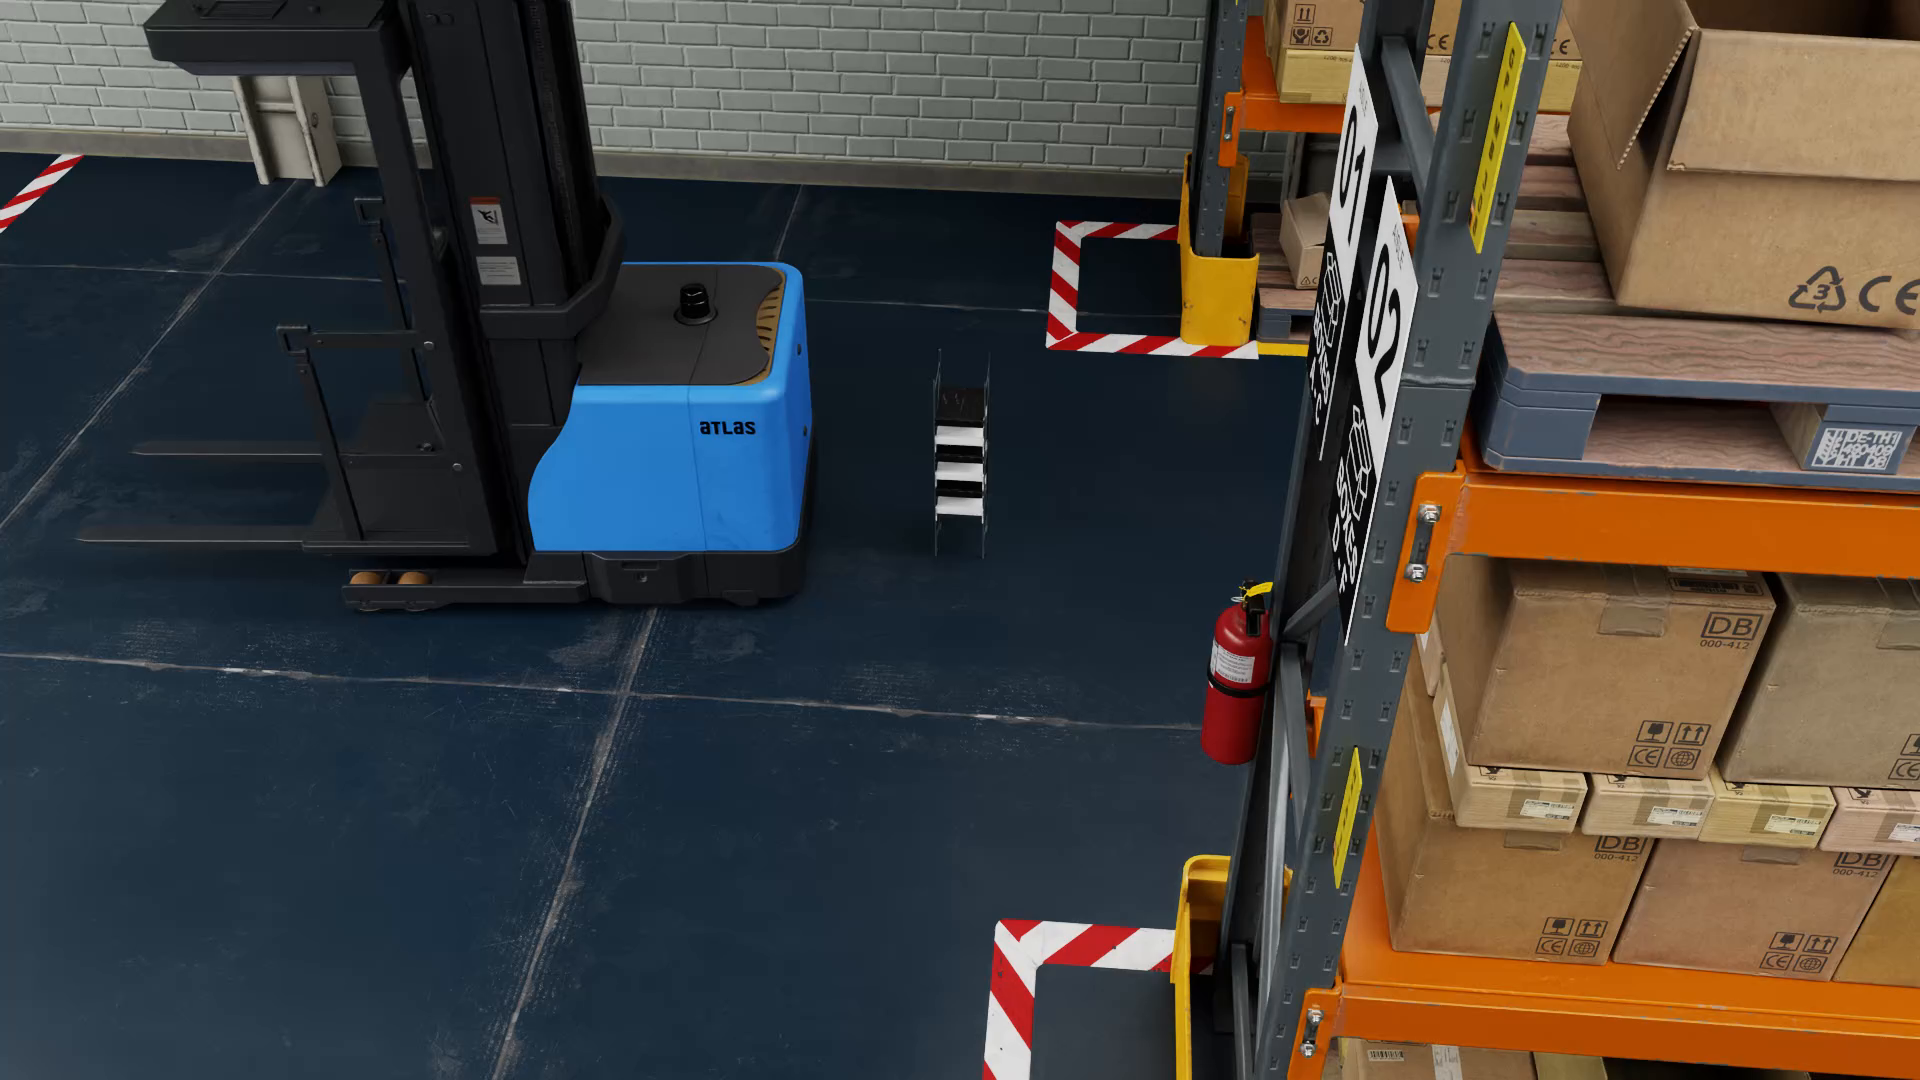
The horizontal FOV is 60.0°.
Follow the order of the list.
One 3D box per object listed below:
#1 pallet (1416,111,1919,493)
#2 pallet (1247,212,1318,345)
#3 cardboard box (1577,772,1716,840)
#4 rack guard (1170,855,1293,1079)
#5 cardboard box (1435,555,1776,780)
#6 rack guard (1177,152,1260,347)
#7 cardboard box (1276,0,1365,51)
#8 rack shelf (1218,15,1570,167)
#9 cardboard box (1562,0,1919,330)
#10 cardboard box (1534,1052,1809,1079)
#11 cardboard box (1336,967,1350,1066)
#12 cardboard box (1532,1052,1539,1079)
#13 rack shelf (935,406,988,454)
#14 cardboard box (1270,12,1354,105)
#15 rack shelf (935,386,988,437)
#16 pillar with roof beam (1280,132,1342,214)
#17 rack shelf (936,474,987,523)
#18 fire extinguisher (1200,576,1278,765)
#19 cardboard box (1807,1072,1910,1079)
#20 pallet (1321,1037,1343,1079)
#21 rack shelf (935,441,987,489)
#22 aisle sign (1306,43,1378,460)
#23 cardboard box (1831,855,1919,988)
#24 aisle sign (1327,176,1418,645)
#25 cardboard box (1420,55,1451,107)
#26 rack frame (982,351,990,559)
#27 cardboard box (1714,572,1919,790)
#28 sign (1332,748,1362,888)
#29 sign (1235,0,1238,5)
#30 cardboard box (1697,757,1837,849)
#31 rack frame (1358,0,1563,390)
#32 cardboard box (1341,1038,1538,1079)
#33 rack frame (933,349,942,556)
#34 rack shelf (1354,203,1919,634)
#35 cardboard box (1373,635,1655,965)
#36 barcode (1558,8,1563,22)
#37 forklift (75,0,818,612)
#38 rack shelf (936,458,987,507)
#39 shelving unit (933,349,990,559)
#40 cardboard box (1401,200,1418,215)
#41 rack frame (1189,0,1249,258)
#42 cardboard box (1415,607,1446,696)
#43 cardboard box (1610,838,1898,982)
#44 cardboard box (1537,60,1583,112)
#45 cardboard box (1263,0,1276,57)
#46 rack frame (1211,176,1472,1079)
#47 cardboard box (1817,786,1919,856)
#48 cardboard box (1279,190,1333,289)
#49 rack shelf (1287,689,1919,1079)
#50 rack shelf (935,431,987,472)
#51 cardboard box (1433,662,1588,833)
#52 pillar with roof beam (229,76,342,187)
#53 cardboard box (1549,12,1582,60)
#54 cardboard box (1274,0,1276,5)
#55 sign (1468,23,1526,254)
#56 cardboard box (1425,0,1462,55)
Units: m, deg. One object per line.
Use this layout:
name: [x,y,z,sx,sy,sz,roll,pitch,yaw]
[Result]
pallet: [1.551,-0.482,3.160,1.213,0.211,1.003,3,39,4]
pallet: [2.155,-1.372,8.768,1.213,0.211,1.003,3,39,4]
cardboard box: [1.485,0.471,3.702,0.250,0.149,0.380,2,39,3]
rack guard: [0.825,1.560,4.937,0.348,0.500,1.175,3,39,4]
cardboard box: [1.366,0.086,3.661,0.500,0.500,0.700,3,39,4]
rack guard: [1.348,-1.550,8.758,0.348,0.500,1.175,3,39,4]
cardboard box: [1.722,-2.549,7.515,0.500,0.500,0.500,3,39,4]
rack shelf: [3.265,-2.136,8.068,4.000,0.370,1.077,3,39,4]
cardboard box: [1.421,-0.795,2.949,0.637,0.503,0.797,6,39,7]
cardboard box: [1.862,1.400,4.406,0.500,0.500,0.500,3,39,4]
cardboard box: [1.409,1.339,5.075,0.500,0.250,0.500,3,39,4]
cardboard box: [1.862,1.689,4.644,0.500,0.250,0.500,3,39,4]
rack shelf: [0.008,-0.462,6.873,0.200,0.077,0.258,3,39,4]
cardboard box: [1.731,-2.247,7.738,0.500,0.250,0.500,2,39,3]
rack shelf: [0.008,-0.532,6.816,0.200,0.077,0.258,3,39,4]
pillar with roof beam: [1.673,-2.649,3.376,0.400,9.000,9.100,3,39,4]
rack shelf: [0.008,-0.183,7.100,0.200,0.077,0.258,3,39,4]
fire extinguisher: [0.771,0.323,4.538,0.183,0.674,0.296,3,39,4]
cardboard box: [2.362,1.419,4.382,0.500,0.500,0.500,3,39,4]
pallet: [1.614,1.689,5.008,1.213,0.211,1.003,3,39,4]
rack shelf: [0.008,-0.323,6.986,0.200,0.077,0.258,3,39,4]
aisle sign: [0.809,-0.605,3.557,0.004,0.787,0.394,3,39,4]
cardboard box: [2.331,0.643,4.005,0.500,0.500,0.700,3,39,4]
aisle sign: [0.757,-0.227,3.094,0.004,0.787,0.394,3,39,4]
cardboard box: [2.250,-2.228,7.714,0.500,0.250,0.500,2,39,2]
rack frame: [0.109,-0.343,6.959,0.006,0.900,0.240,3,39,4]
cardboard box: [1.890,0.112,3.630,0.500,0.500,0.700,2,39,3]
sign: [0.795,0.574,3.420,0.005,0.325,0.100,3,39,4]
sign: [1.226,-2.518,7.282,0.005,0.325,0.100,3,39,4]
cardboard box: [1.733,0.486,3.684,0.250,0.149,0.380,3,39,4]
rack frame: [0.849,-1.735,2.253,0.127,3.000,1.000,3,39,4]
cardboard box: [1.364,1.665,4.674,0.500,0.250,0.500,3,39,4]
rack frame: [-0.093,-0.354,6.972,0.006,0.900,0.240,3,39,4]
rack shelf: [2.841,-0.183,3.293,4.000,0.370,1.077,3,39,4]
cardboard box: [1.313,0.587,4.074,0.500,0.500,0.700,3,39,4]
barcode: [1.191,-1.083,3.369,0.075,0.075,0.001,3,39,4]
forklift: [-2.163,-1.176,6.372,3.031,2.935,1.130,0,39,0]
rack shelf: [0.008,-0.253,7.043,0.200,0.077,0.258,3,39,4]
shelving unit: [0.008,-0.349,6.965,0.210,0.900,0.258,3,39,4]
cardboard box: [2.522,-1.526,8.530,0.500,0.311,0.500,6,40,8]
rack frame: [1.273,-2.524,7.974,0.127,3.000,1.000,3,39,4]
cardboard box: [1.246,0.203,4.032,0.250,0.149,0.380,3,39,3]
cardboard box: [1.836,0.612,4.043,0.500,0.500,0.700,4,39,5]
cardboard box: [2.757,-2.196,7.675,0.500,0.250,0.500,3,39,3]
cardboard box: [1.755,-2.570,8.134,0.500,0.250,0.500,4,39,4]
rack frame: [0.849,0.592,4.147,0.127,3.000,1.000,3,39,4]
cardboard box: [1.984,0.501,3.666,0.250,0.149,0.380,3,39,3]
cardboard box: [1.954,-1.557,8.569,0.500,0.311,0.500,-1,39,-1]
rack shelf: [2.841,0.980,4.240,4.000,0.370,1.077,3,39,4]
rack shelf: [0.008,-0.393,6.930,0.200,0.077,0.258,3,39,4]
cardboard box: [1.221,0.458,3.718,0.250,0.149,0.380,3,39,4]
pillar with roof beam: [-4.304,-2.976,3.777,0.400,9.000,9.100,3,39,4]
cardboard box: [2.728,-2.484,7.434,0.500,0.500,0.500,2,39,2]
cardboard box: [1.761,-2.872,7.911,0.500,0.500,0.500,3,39,3]
sign: [0.795,-0.592,2.470,0.005,0.325,0.100,3,39,4]
cardboard box: [2.214,-2.516,7.474,0.500,0.500,0.500,3,39,4]
